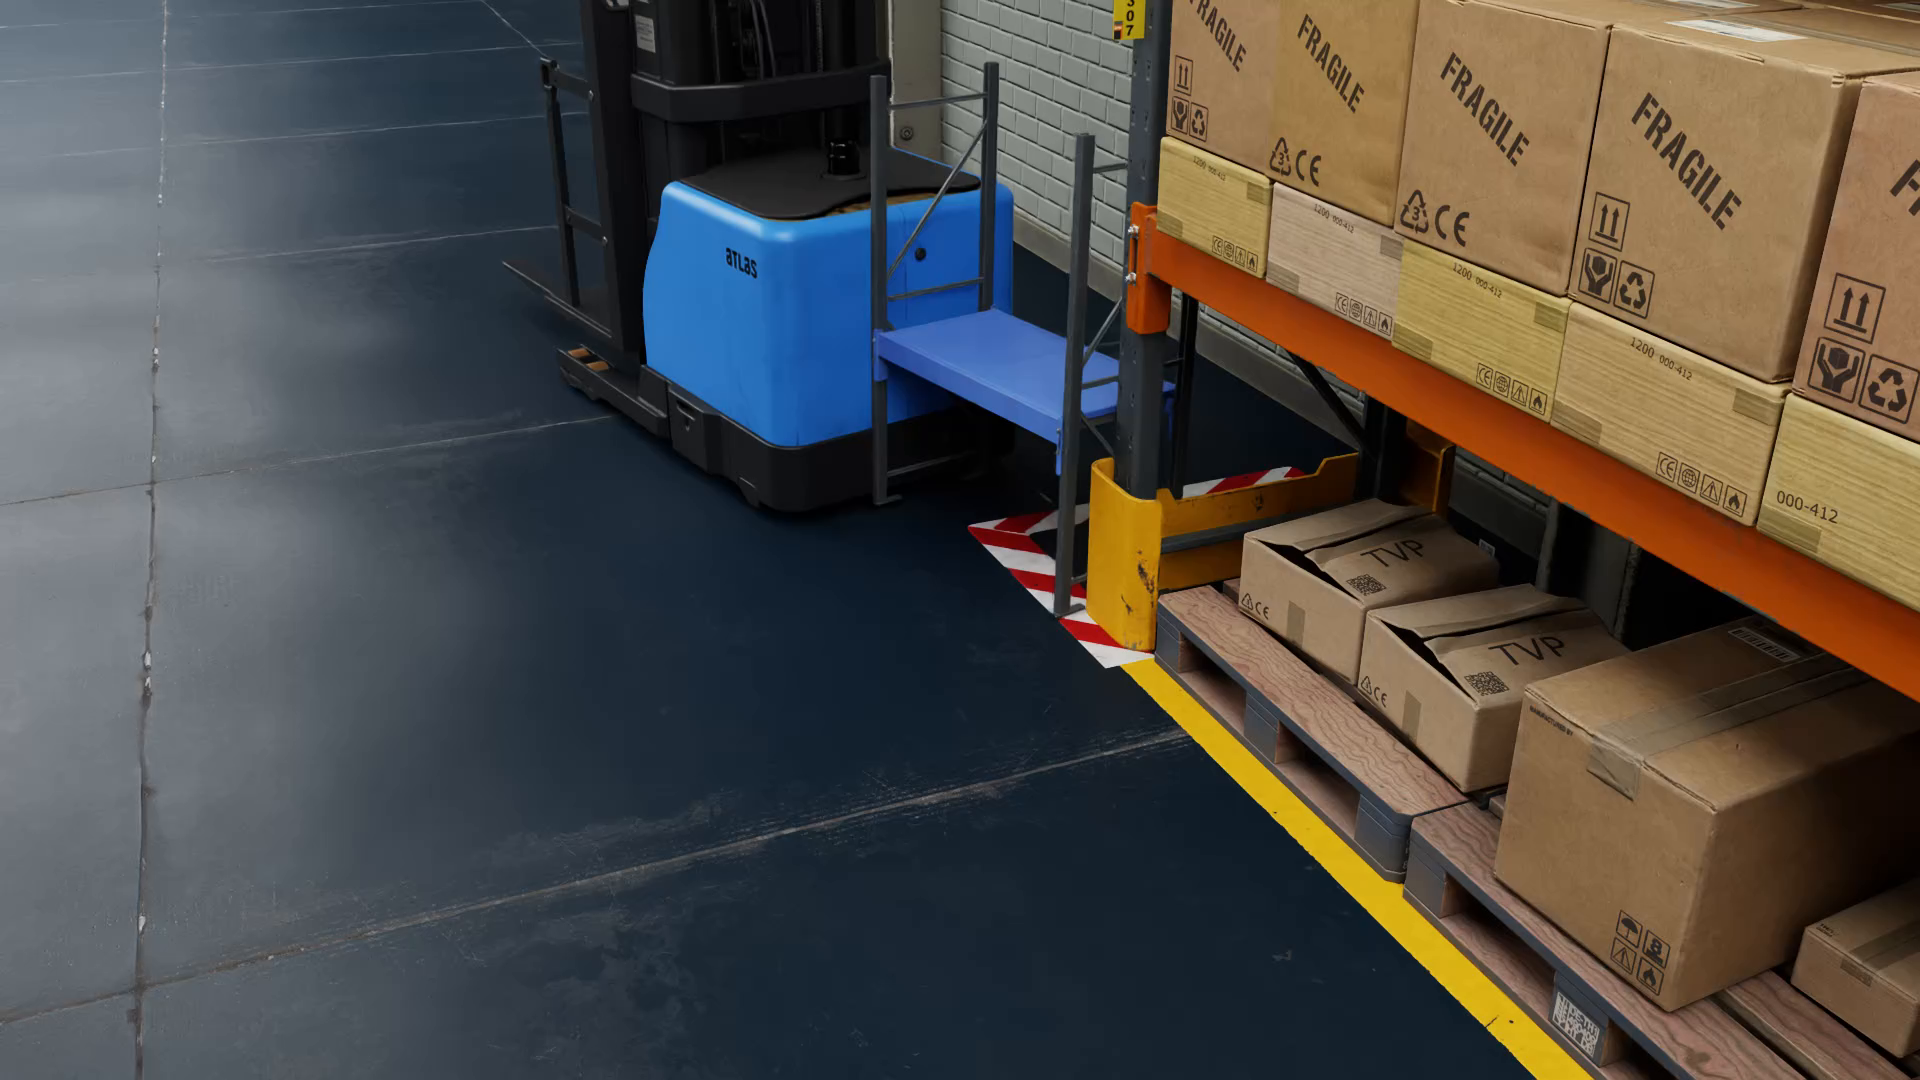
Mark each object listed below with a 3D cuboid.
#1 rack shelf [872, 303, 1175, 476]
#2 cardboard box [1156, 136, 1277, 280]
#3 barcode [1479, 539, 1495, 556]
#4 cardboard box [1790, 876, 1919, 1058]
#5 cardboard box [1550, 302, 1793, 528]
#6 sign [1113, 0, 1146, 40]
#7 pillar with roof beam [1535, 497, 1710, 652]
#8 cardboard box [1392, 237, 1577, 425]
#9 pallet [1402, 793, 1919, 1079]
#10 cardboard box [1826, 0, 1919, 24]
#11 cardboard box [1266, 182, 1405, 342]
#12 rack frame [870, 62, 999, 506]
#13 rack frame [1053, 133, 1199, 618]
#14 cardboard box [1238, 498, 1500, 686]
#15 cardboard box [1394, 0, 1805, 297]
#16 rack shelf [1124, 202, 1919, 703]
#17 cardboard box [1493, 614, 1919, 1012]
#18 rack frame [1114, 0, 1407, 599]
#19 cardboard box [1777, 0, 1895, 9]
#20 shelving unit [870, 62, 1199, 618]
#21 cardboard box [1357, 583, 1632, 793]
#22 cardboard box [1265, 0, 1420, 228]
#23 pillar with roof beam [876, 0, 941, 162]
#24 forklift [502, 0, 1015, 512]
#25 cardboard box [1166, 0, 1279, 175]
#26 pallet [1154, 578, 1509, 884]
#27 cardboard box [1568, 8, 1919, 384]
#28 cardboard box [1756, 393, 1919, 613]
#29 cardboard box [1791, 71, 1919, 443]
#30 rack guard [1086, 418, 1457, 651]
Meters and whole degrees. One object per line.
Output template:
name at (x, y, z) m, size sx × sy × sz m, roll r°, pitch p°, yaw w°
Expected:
rack shelf at (0.209, -0.518, 5.469) m, size 0.538 × 0.185 × 1.000 m, roll -17°, pitch 31°, yaw -33°
cardboard box at (0.855, -0.891, 4.303) m, size 0.500 × 0.250 × 0.500 m, roll -11°, pitch 28°, yaw -22°
barcode at (1.519, 0.039, 4.803) m, size 0.001 × 0.075 × 0.075 m, roll -11°, pitch 28°, yaw -21°
cardboard box at (1.914, 0.849, 3.341) m, size 0.380 × 0.149 × 0.250 m, roll -13°, pitch 29°, yaw -25°
cardboard box at (1.461, -0.272, 3.037) m, size 0.500 × 0.250 × 0.500 m, roll -10°, pitch 28°, yaw -20°
sign at (0.457, -1.496, 4.409) m, size 0.100 × 0.325 × 0.005 m, roll -11°, pitch 28°, yaw -21°
pillar with roof beam at (-1.935, -3.023, 1.684) m, size 9.100 × 9.000 × 0.400 m, roll -11°, pitch 28°, yaw -21°
cardboard box at (1.265, -0.477, 3.456) m, size 0.500 × 0.250 × 0.500 m, roll -11°, pitch 28°, yaw -21°
pallet at (1.745, 0.909, 3.648) m, size 1.003 × 0.211 × 1.213 m, roll -11°, pitch 28°, yaw -21°
cardboard box at (1.928, -0.709, 3.077) m, size 0.500 × 0.500 × 0.500 m, roll -10°, pitch 28°, yaw -20°
cardboard box at (1.071, -0.683, 3.879) m, size 0.500 × 0.250 × 0.500 m, roll -11°, pitch 28°, yaw -22°
rack frame at (-0.091, -0.863, 5.756) m, size 0.500 × 1.500 × 0.032 m, roll -17°, pitch 31°, yaw -33°
rack frame at (0.516, -0.497, 5.026) m, size 0.500 × 1.500 × 0.032 m, roll -17°, pitch 31°, yaw -33°
cardboard box at (1.144, 0.105, 4.680) m, size 0.500 × 0.311 × 0.500 m, roll -14°, pitch 29°, yaw -26°
cardboard box at (1.247, -0.824, 3.312) m, size 0.500 × 0.500 × 0.500 m, roll -12°, pitch 28°, yaw -22°
rack shelf at (1.739, -0.070, 3.294) m, size 1.077 × 0.370 × 4.000 m, roll -11°, pitch 28°, yaw -21°
cardboard box at (1.609, 0.555, 3.543) m, size 0.700 × 0.500 × 0.500 m, roll -12°, pitch 29°, yaw -24°
rack frame at (0.956, -1.200, 4.790) m, size 1.000 × 3.000 × 0.127 m, roll -11°, pitch 28°, yaw -21°
cardboard box at (1.731, -0.912, 3.493) m, size 0.500 × 0.500 × 0.500 m, roll -11°, pitch 28°, yaw -22°
shelving unit at (0.212, -0.680, 5.391) m, size 0.538 × 1.500 × 1.048 m, roll -17°, pitch 31°, yaw -33°
cardboard box at (1.367, 0.335, 4.208) m, size 0.500 × 0.311 × 0.500 m, roll -8°, pitch 27°, yaw -16°
cardboard box at (1.051, -1.033, 3.741) m, size 0.500 × 0.500 × 0.500 m, roll -10°, pitch 28°, yaw -20°
pillar with roof beam at (-4.285, -5.445, 6.645) m, size 9.100 × 9.000 × 0.400 m, roll -11°, pitch 28°, yaw -21°
forklift at (-1.054, -2.005, 6.516) m, size 1.130 × 2.935 × 3.031 m, roll -17°, pitch 31°, yaw -31°
cardboard box at (0.866, -1.235, 4.153) m, size 0.500 × 0.500 × 0.500 m, roll -11°, pitch 28°, yaw -21°
pallet at (1.271, 0.417, 4.655) m, size 1.003 × 0.211 × 1.213 m, roll -11°, pitch 28°, yaw -21°
cardboard box at (1.460, -0.617, 2.889) m, size 0.500 × 0.500 × 0.500 m, roll -10°, pitch 28°, yaw -19°
cardboard box at (1.659, -0.069, 2.621) m, size 0.500 × 0.250 × 0.500 m, roll -11°, pitch 28°, yaw -21°
cardboard box at (1.665, -0.408, 2.459) m, size 0.500 × 0.500 × 0.500 m, roll -11°, pitch 28°, yaw -22°
rack guard at (0.986, -0.047, 5.276) m, size 1.175 × 0.500 × 0.348 m, roll -11°, pitch 28°, yaw -21°
